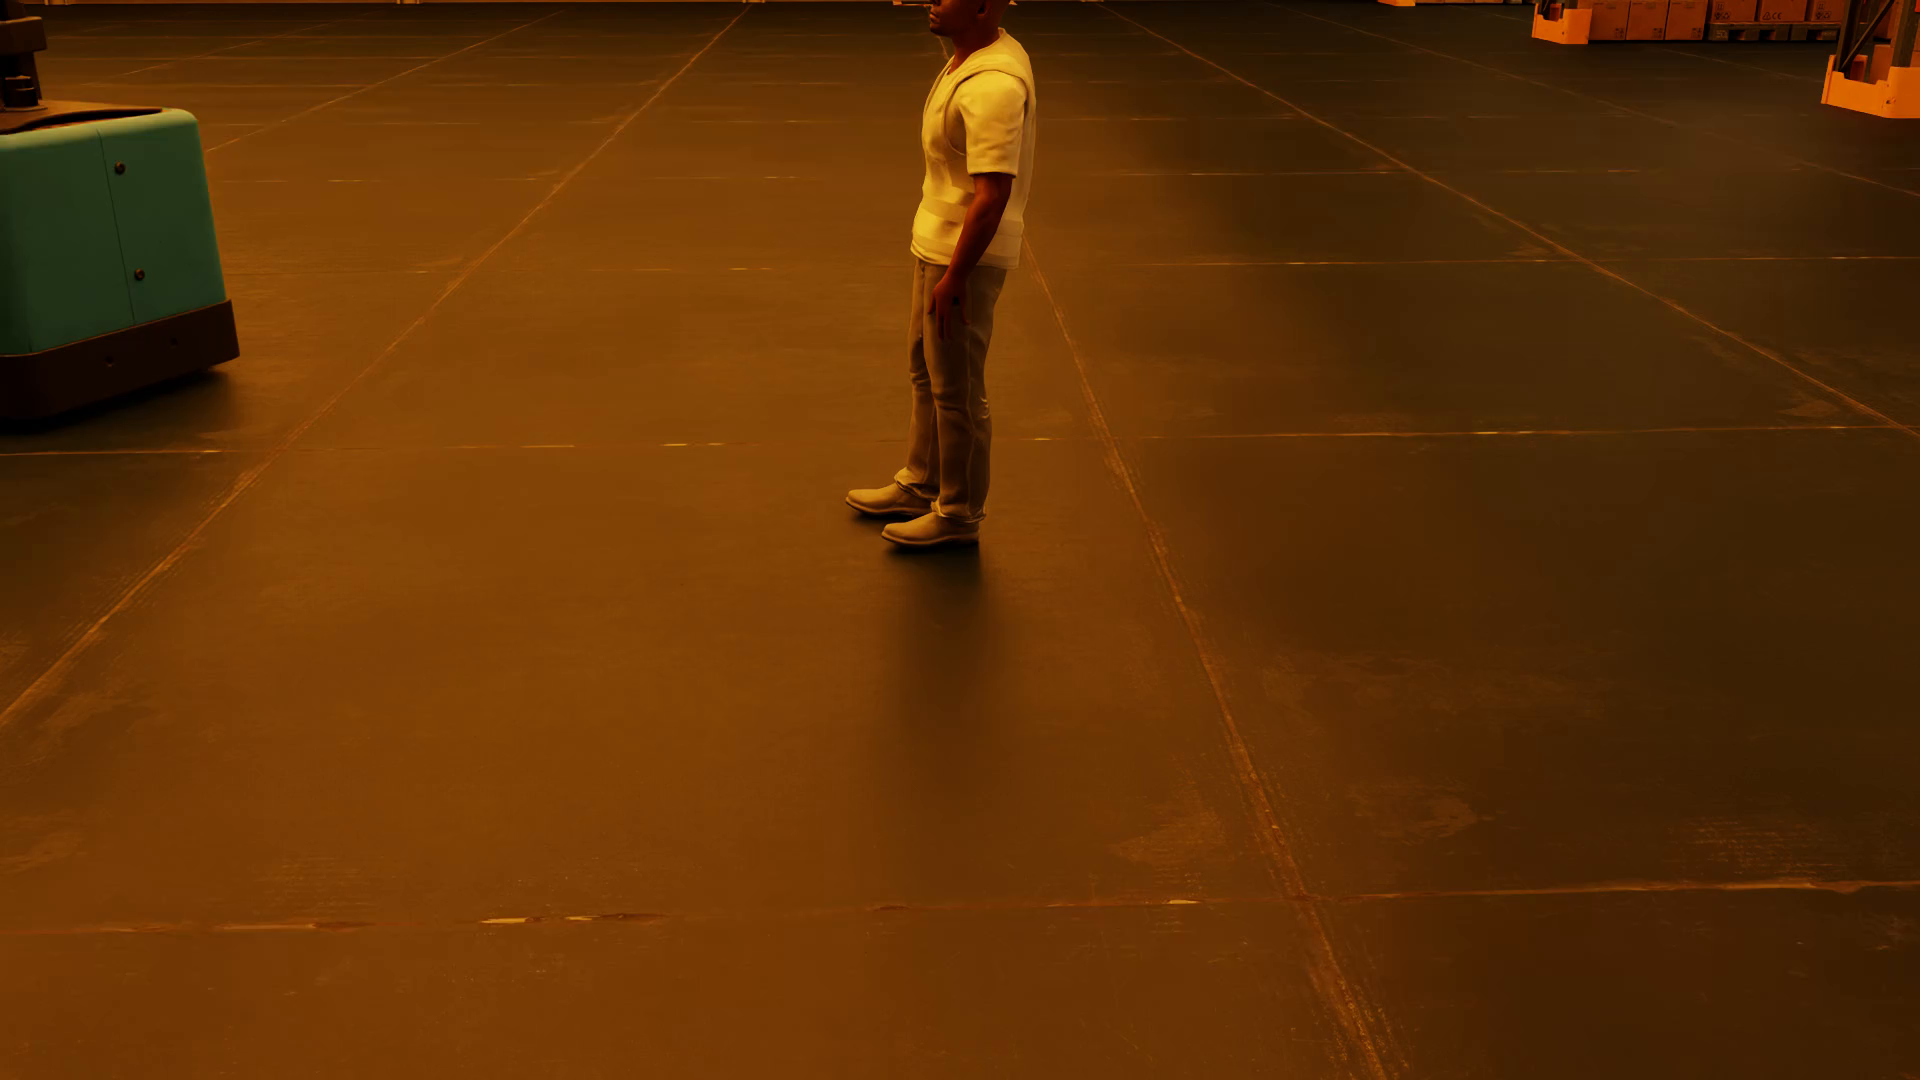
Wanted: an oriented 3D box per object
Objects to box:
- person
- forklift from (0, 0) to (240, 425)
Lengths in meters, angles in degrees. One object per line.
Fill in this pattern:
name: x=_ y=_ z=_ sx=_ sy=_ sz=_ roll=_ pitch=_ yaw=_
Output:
person: x=-0.069 y=-0.830 z=4.850 sx=0.577 sy=1.765 sz=0.665 roll=-1 pitch=21 yaw=-3
forklift: x=-4.563 y=-2.127 z=6.579 sx=3.031 sy=2.935 sz=1.130 roll=9 pitch=23 yaw=22
